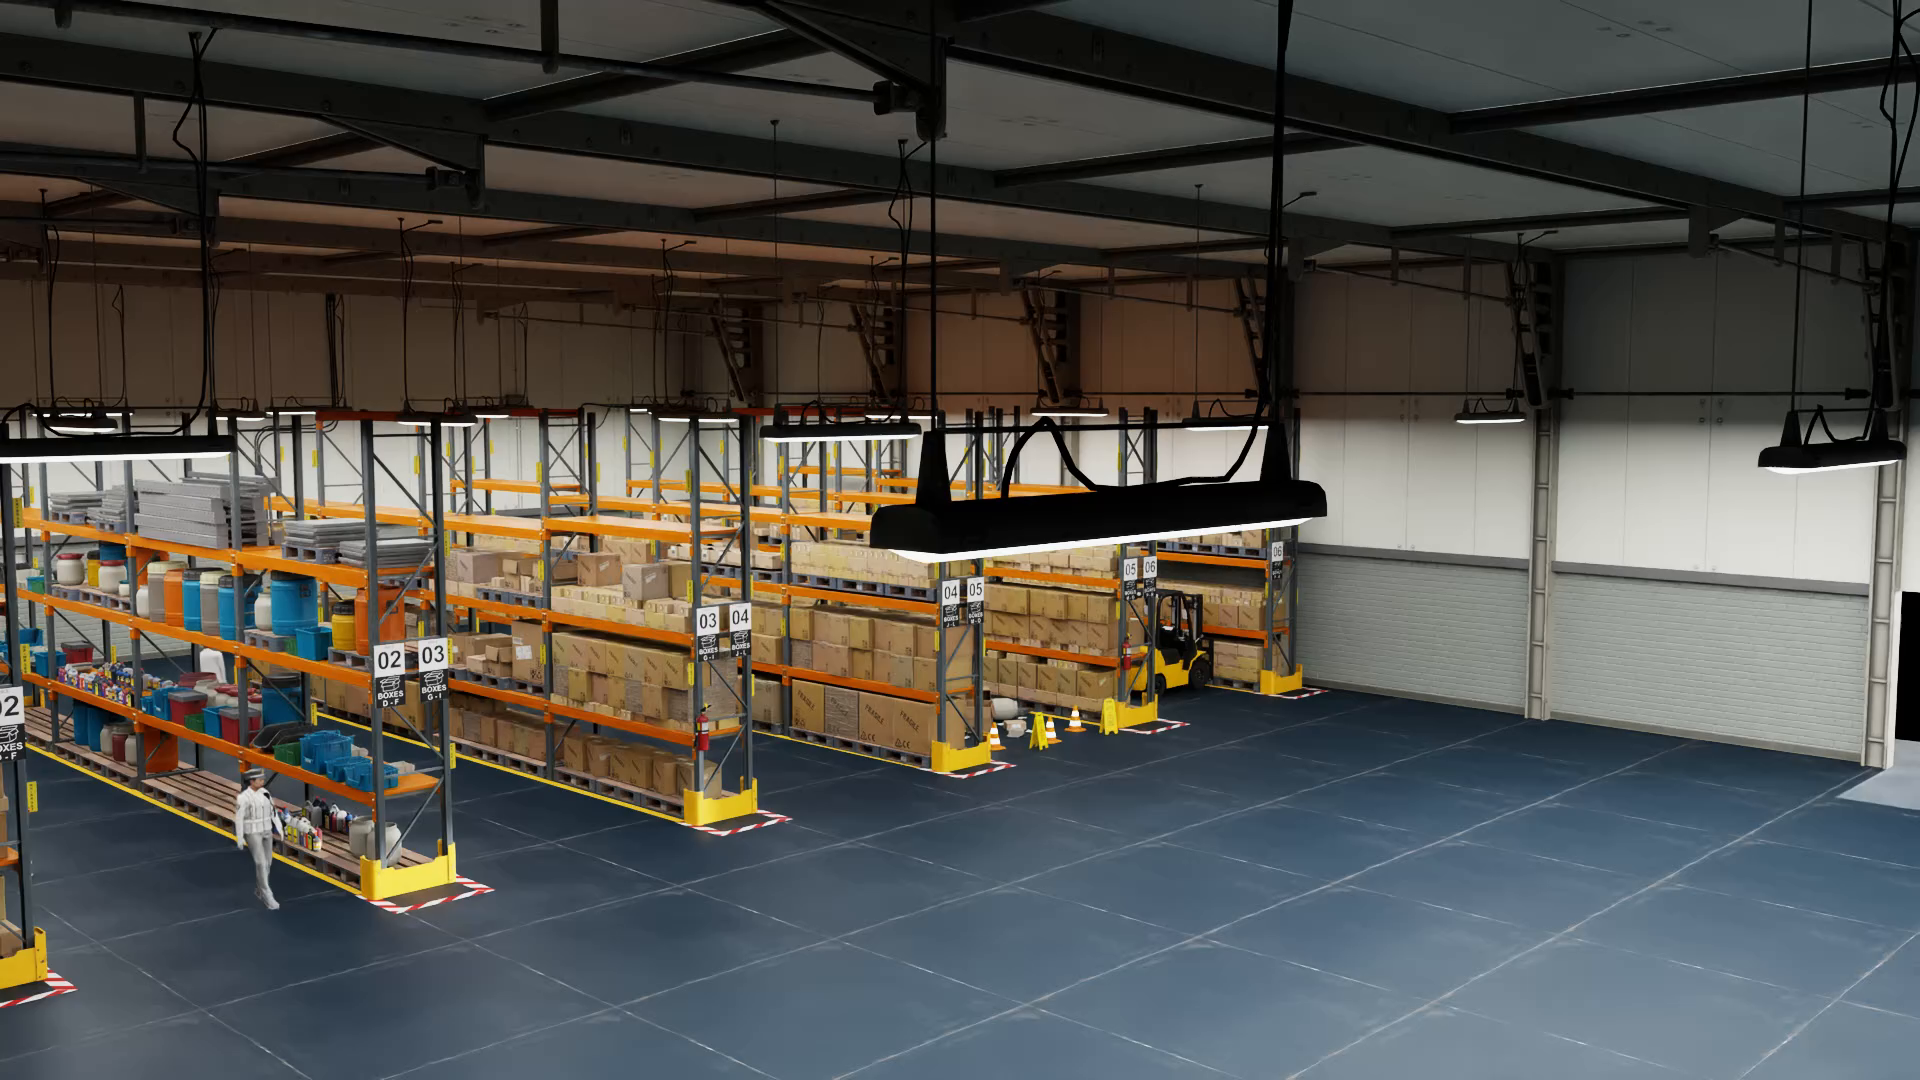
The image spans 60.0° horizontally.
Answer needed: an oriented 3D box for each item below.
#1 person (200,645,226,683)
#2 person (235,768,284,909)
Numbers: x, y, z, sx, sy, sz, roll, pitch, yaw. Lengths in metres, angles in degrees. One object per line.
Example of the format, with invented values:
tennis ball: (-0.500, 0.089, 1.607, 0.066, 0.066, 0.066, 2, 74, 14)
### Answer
person: (-14.018, 2.752, 31.077, 0.626, 1.655, 0.876, -1, 5, -12)
person: (-8.615, 3.680, 20.651, 0.688, 1.674, 0.507, 3, 6, 28)
